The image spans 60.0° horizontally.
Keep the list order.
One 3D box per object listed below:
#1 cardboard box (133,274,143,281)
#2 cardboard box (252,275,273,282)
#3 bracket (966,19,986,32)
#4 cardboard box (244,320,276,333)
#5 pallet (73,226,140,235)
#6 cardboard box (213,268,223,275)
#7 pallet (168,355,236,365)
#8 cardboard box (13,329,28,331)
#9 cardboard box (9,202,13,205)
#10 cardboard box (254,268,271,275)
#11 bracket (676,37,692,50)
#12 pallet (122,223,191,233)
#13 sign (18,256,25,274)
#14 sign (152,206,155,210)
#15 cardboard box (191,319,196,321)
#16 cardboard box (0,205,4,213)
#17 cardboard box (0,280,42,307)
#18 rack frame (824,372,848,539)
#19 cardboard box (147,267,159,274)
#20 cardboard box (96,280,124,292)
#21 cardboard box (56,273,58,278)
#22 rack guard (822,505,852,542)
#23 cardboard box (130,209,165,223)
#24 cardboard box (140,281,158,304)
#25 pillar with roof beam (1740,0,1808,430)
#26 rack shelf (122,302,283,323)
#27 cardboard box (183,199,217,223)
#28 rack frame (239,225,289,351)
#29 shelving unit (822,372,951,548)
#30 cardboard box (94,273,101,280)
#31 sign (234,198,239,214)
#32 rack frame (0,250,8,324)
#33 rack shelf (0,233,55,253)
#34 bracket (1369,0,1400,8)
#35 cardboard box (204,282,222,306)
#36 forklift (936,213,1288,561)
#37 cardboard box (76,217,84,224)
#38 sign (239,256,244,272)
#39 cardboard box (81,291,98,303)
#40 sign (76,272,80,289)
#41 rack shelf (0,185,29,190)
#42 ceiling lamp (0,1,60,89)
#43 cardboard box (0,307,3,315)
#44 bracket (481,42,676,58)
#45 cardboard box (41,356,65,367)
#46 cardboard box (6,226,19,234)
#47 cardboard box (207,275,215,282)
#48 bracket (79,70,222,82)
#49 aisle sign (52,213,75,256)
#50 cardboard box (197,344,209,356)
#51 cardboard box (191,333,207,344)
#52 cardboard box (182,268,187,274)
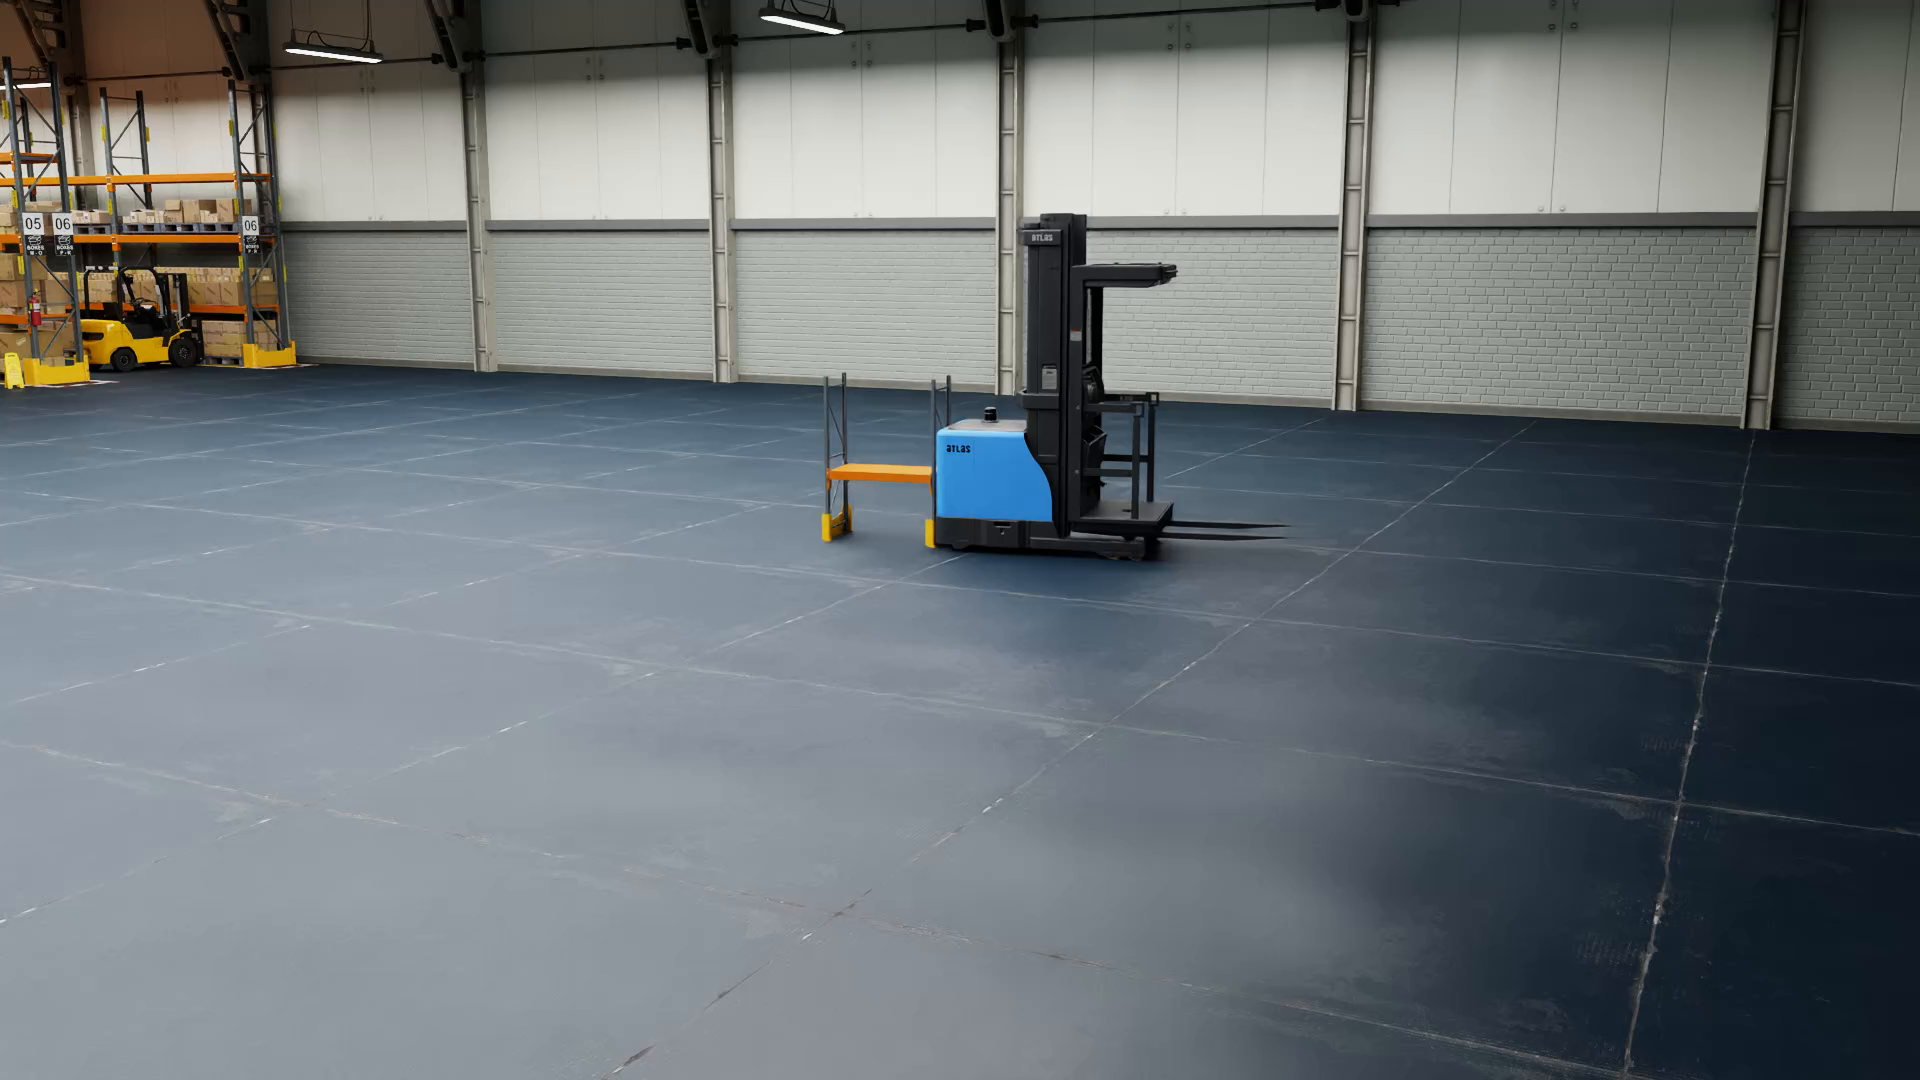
[{"bbox_3d":[-18.237,-5.877,37.196,0.250,0.149,0.380,5,12,27],"label":"cardboard box"},{"bbox_3d":[-15.242,-5.717,36.313,0.250,0.149,0.380,5,11,24],"label":"cardboard box"},{"bbox_3d":[0.335,-8.760,28.277,0.430,0.232,0.235,5,11,26],"label":"bracket"},{"bbox_3d":[-15.400,-4.694,36.498,0.500,0.250,0.500,5,11,25],"label":"cardboard box"},{"bbox_3d":[-19.436,-7.045,37.868,1.217,0.209,0.805,5,11,24],"label":"pallet"},{"bbox_3d":[-15.948,-5.821,36.050,0.250,0.149,0.380,5,12,27],"label":"cardboard box"},{"bbox_3d":[-16.847,-4.058,37.080,1.213,0.211,1.003,5,11,26],"label":"pallet"},{"bbox_3d":[-18.339,-3.860,32.591,0.500,0.500,0.500,5,11,24],"label":"cardboard box"},{"bbox_3d":[-21.685,-7.596,38.634,0.500,0.500,0.500,5,11,26],"label":"cardboard box"},{"bbox_3d":[-15.259,-5.856,36.245,0.250,0.149,0.380,5,11,25],"label":"cardboard box"},{"bbox_3d":[-5.046,-9.233,30.890,0.430,0.232,0.235,5,11,26],"label":"bracket"},{"bbox_3d":[-17.863,-6.965,37.137,1.213,0.211,1.003,5,11,26],"label":"pallet"},{"bbox_3d":[-17.509,-5.126,31.009,0.005,0.325,0.100,5,11,26],"label":"sign"},{"bbox_3d":[-18.395,-7.454,37.915,0.005,0.325,0.100,5,11,26],"label":"sign"},{"bbox_3d":[-16.972,-4.731,36.703,0.500,0.250,0.500,5,11,25],"label":"cardboard box"},{"bbox_3d":[-17.894,-6.238,31.339,0.250,0.149,0.380,5,12,27],"label":"cardboard box"},{"bbox_3d":[-17.854,-4.682,31.579,0.500,0.500,0.500,5,11,25],"label":"cardboard box"},{"bbox_3d":[-1.140,-0.774,15.313,0.032,1.500,0.500,3,11,17],"label":"rack frame"},{"bbox_3d":[-17.792,-5.976,36.911,0.250,0.149,0.380,5,12,27],"label":"cardboard box"},{"bbox_3d":[-19.193,-5.766,37.702,0.500,0.250,0.500,5,11,25],"label":"cardboard box"},{"bbox_3d":[-20.633,-6.102,38.441,0.250,0.149,0.380,5,11,26],"label":"cardboard box"},{"bbox_3d":[-1.139,-0.159,15.424,0.087,0.250,0.587,3,11,17],"label":"rack guard"},{"bbox_3d":[-18.001,-7.179,36.862,0.500,0.311,0.500,5,12,27],"label":"cardboard box"},{"bbox_3d":[-17.883,-5.530,37.100,0.500,0.500,0.500,5,12,27],"label":"cardboard box"},{"bbox_3d":[9.721,-5.380,19.707,0.400,9.000,9.100,5,11,26],"label":"pillar with roof beam"},{"bbox_3d":[-16.846,-5.084,36.938,4.000,0.370,1.077,5,11,26],"label":"rack shelf"},{"bbox_3d":[-16.431,-7.154,36.193,0.500,0.500,0.700,5,11,26],"label":"cardboard box"},{"bbox_3d":[-15.052,-5.280,36.003,0.127,3.000,1.000,5,11,26],"label":"rack frame"},{"bbox_3d":[-0.662,-0.748,15.169,1.083,1.500,0.587,3,11,17],"label":"shelving unit"},{"bbox_3d":[-19.480,-6.001,37.881,0.250,0.149,0.380,5,11,26],"label":"cardboard box"},{"bbox_3d":[-15.305,-7.068,35.192,0.005,0.325,0.100,5,11,26],"label":"sign"},{"bbox_3d":[-22.227,-5.911,39.487,0.127,3.000,1.000,5,11,26],"label":"rack frame"},{"bbox_3d":[-19.039,-5.767,32.289,4.000,0.370,1.077,5,11,26],"label":"rack shelf"},{"bbox_3d":[6.460,-8.222,25.304,0.430,0.232,0.235,5,11,26],"label":"bracket"},{"bbox_3d":[-16.071,-5.369,36.211,0.500,0.500,0.500,5,12,28],"label":"cardboard box"},{"bbox_3d":[1.358,-1.366,14.569,3.031,2.935,1.130,3,11,14],"label":"forklift"},{"bbox_3d":[-19.760,-7.242,37.665,0.250,0.149,0.380,5,11,26],"label":"cardboard box"},{"bbox_3d":[-15.305,-5.881,35.406,0.005,0.325,0.100,5,11,26],"label":"sign"},{"bbox_3d":[-19.661,-5.558,37.961,0.500,0.250,0.500,5,11,25],"label":"cardboard box"},{"bbox_3d":[-17.005,-5.000,32.023,0.005,0.325,0.100,5,11,26],"label":"sign"},{"bbox_3d":[-24.020,-8.470,39.923,4.000,0.370,1.077,5,11,26],"label":"rack shelf"},{"bbox_3d":[-19.488,-11.058,34.691,2.000,3.185,0.800,5,11,26],"label":"ceiling lamp"},{"bbox_3d":[-18.172,-4.385,31.761,0.250,0.149,0.380,5,11,25],"label":"cardboard box"},{"bbox_3d":[-7.356,-9.436,32.012,4.783,0.066,0.076,5,11,26],"label":"bracket"},{"bbox_3d":[-17.846,-3.449,32.424,0.500,0.250,0.500,5,11,25],"label":"cardboard box"},{"bbox_3d":[-17.689,-5.823,31.285,0.250,0.149,0.380,5,11,26],"label":"cardboard box"},{"bbox_3d":[-16.152,-5.698,36.210,0.250,0.149,0.380,5,11,25],"label":"cardboard box"},{"bbox_3d":[-18.118,-10.382,37.236,4.783,0.066,0.076,5,11,26],"label":"bracket"},{"bbox_3d":[-17.053,-5.811,31.637,0.004,0.787,0.394,5,11,26],"label":"aisle sign"},{"bbox_3d":[-16.500,-4.202,36.587,0.500,0.250,0.500,5,11,26],"label":"cardboard box"},{"bbox_3d":[-16.544,-4.447,36.537,0.500,0.250,0.500,5,11,25],"label":"cardboard box"},{"bbox_3d":[-16.845,-5.910,36.543,0.250,0.149,0.380,5,11,27],"label":"cardboard box"}]
